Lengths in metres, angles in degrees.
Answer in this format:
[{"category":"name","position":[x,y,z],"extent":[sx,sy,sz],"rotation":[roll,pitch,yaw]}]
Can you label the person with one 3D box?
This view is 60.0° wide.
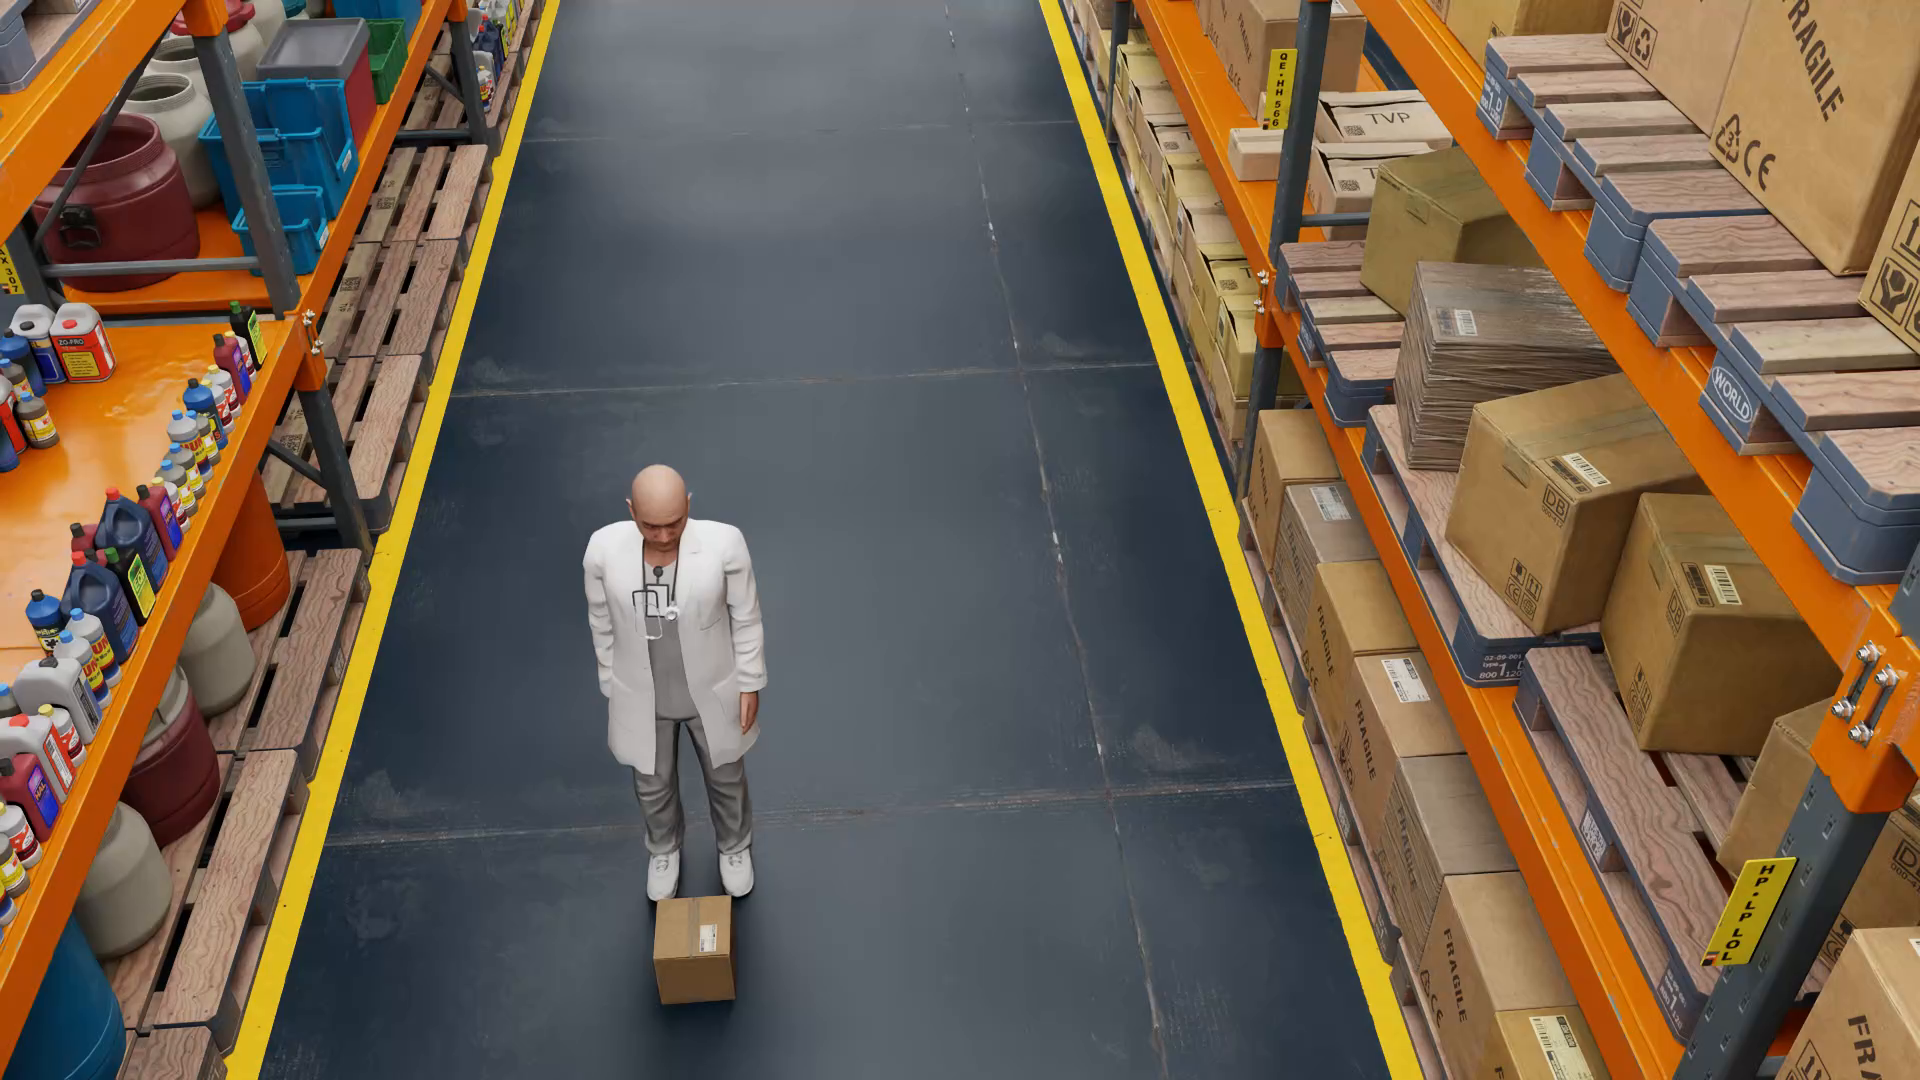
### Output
[{"category":"person","position":[-0.919,0.502,5.542],"extent":[0.562,1.774,0.391],"rotation":[-2,39,-3]}]
